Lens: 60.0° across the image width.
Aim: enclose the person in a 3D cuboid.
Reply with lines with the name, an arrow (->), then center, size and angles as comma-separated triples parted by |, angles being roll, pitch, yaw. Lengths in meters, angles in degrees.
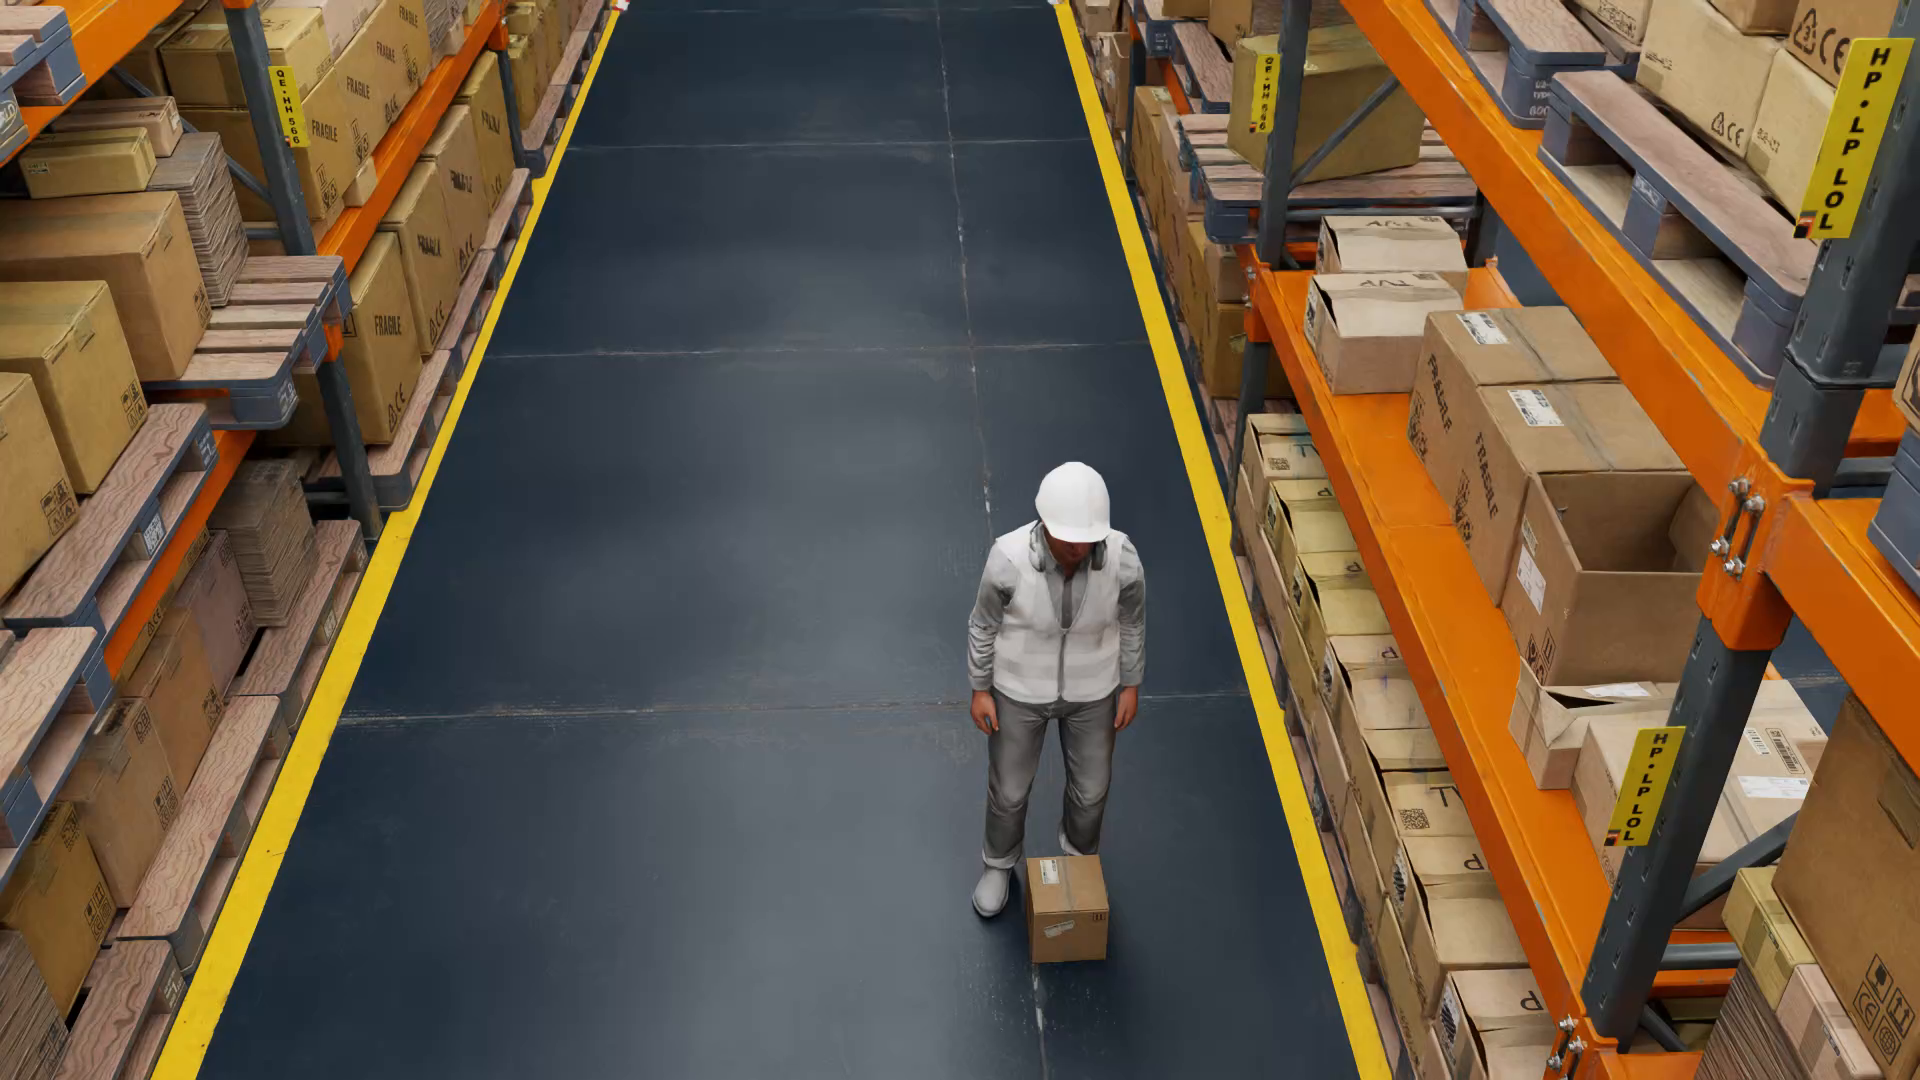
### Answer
person -> 0.314, 0.481, 5.435 | 0.580, 1.771, 0.461 | -3, 35, -4
